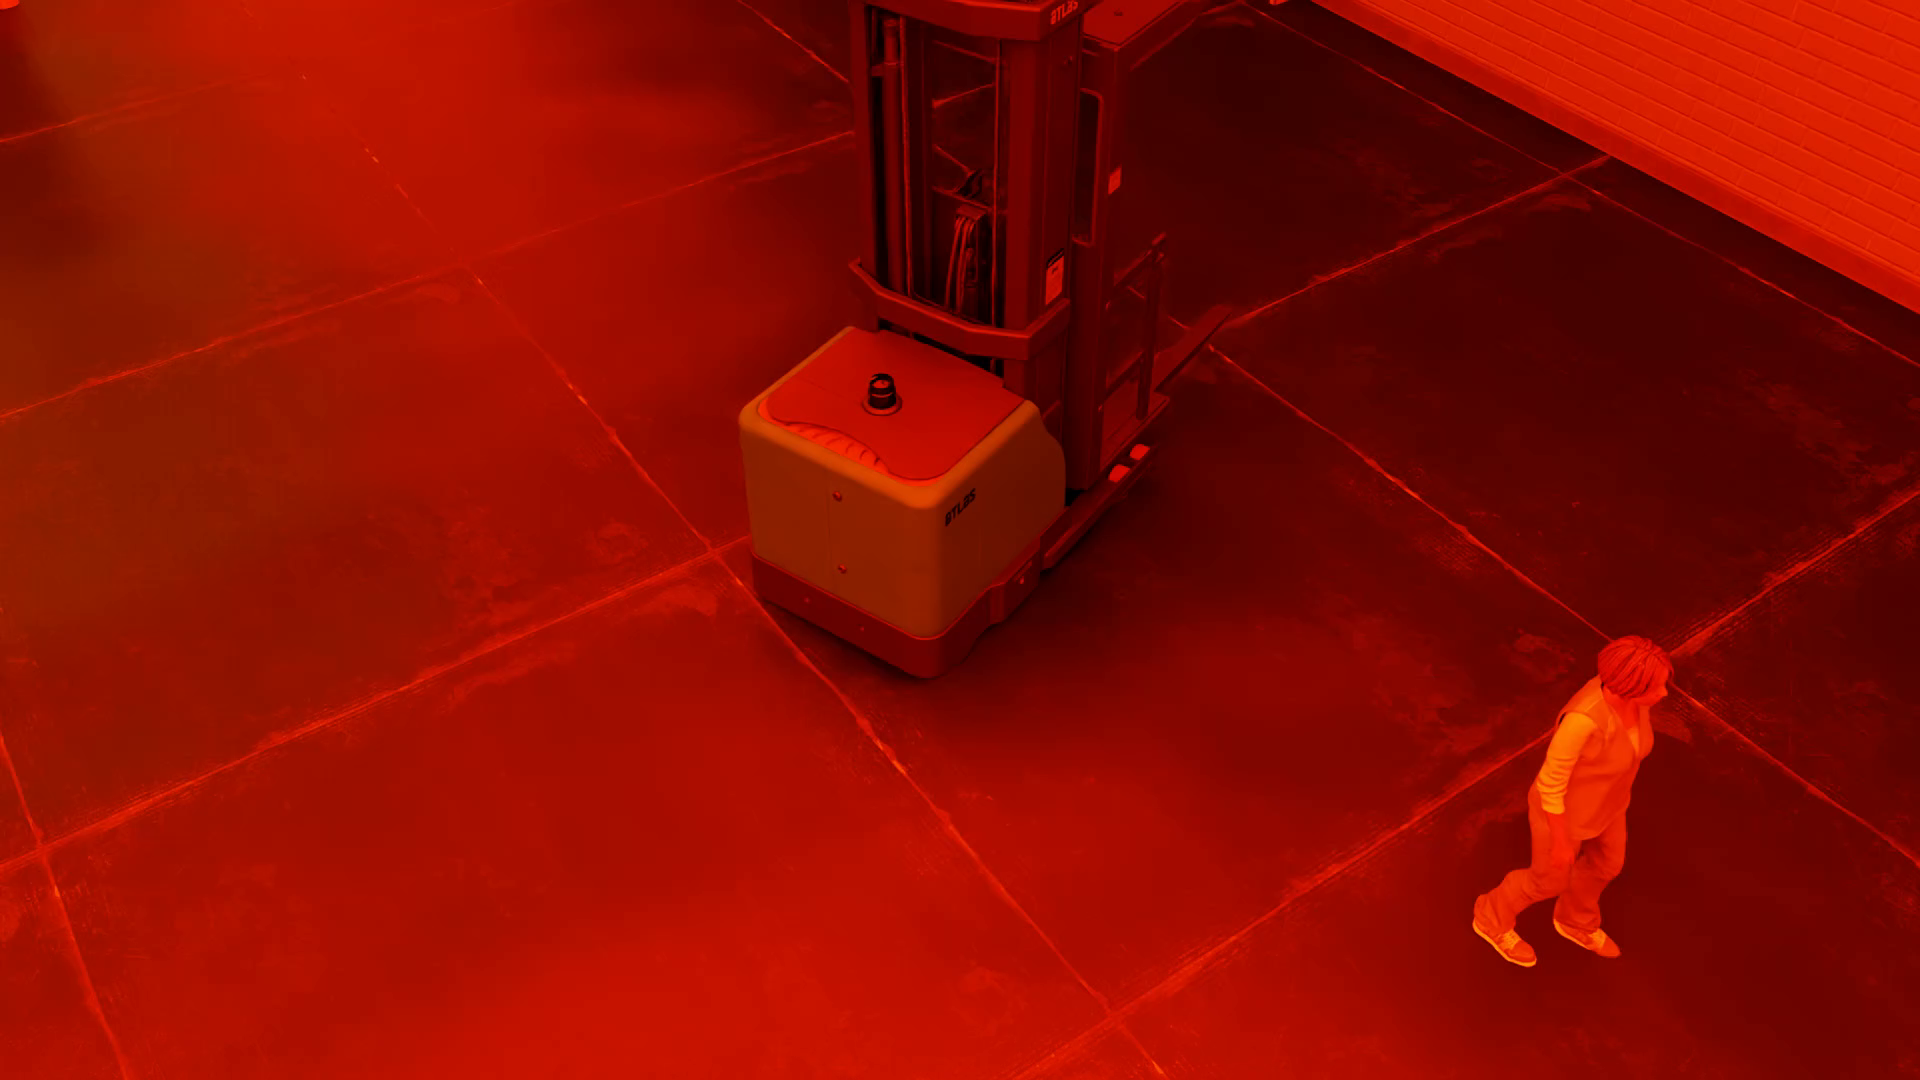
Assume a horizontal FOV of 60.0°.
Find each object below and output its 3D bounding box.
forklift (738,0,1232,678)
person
[{"bbox_3d":[0.316,-1.448,7.287,1.130,2.935,3.031,25,48,25],"label":"forklift"},{"bbox_3d":[2.155,0.948,5.704,0.494,1.622,0.477,-31,51,-29],"label":"person"}]
